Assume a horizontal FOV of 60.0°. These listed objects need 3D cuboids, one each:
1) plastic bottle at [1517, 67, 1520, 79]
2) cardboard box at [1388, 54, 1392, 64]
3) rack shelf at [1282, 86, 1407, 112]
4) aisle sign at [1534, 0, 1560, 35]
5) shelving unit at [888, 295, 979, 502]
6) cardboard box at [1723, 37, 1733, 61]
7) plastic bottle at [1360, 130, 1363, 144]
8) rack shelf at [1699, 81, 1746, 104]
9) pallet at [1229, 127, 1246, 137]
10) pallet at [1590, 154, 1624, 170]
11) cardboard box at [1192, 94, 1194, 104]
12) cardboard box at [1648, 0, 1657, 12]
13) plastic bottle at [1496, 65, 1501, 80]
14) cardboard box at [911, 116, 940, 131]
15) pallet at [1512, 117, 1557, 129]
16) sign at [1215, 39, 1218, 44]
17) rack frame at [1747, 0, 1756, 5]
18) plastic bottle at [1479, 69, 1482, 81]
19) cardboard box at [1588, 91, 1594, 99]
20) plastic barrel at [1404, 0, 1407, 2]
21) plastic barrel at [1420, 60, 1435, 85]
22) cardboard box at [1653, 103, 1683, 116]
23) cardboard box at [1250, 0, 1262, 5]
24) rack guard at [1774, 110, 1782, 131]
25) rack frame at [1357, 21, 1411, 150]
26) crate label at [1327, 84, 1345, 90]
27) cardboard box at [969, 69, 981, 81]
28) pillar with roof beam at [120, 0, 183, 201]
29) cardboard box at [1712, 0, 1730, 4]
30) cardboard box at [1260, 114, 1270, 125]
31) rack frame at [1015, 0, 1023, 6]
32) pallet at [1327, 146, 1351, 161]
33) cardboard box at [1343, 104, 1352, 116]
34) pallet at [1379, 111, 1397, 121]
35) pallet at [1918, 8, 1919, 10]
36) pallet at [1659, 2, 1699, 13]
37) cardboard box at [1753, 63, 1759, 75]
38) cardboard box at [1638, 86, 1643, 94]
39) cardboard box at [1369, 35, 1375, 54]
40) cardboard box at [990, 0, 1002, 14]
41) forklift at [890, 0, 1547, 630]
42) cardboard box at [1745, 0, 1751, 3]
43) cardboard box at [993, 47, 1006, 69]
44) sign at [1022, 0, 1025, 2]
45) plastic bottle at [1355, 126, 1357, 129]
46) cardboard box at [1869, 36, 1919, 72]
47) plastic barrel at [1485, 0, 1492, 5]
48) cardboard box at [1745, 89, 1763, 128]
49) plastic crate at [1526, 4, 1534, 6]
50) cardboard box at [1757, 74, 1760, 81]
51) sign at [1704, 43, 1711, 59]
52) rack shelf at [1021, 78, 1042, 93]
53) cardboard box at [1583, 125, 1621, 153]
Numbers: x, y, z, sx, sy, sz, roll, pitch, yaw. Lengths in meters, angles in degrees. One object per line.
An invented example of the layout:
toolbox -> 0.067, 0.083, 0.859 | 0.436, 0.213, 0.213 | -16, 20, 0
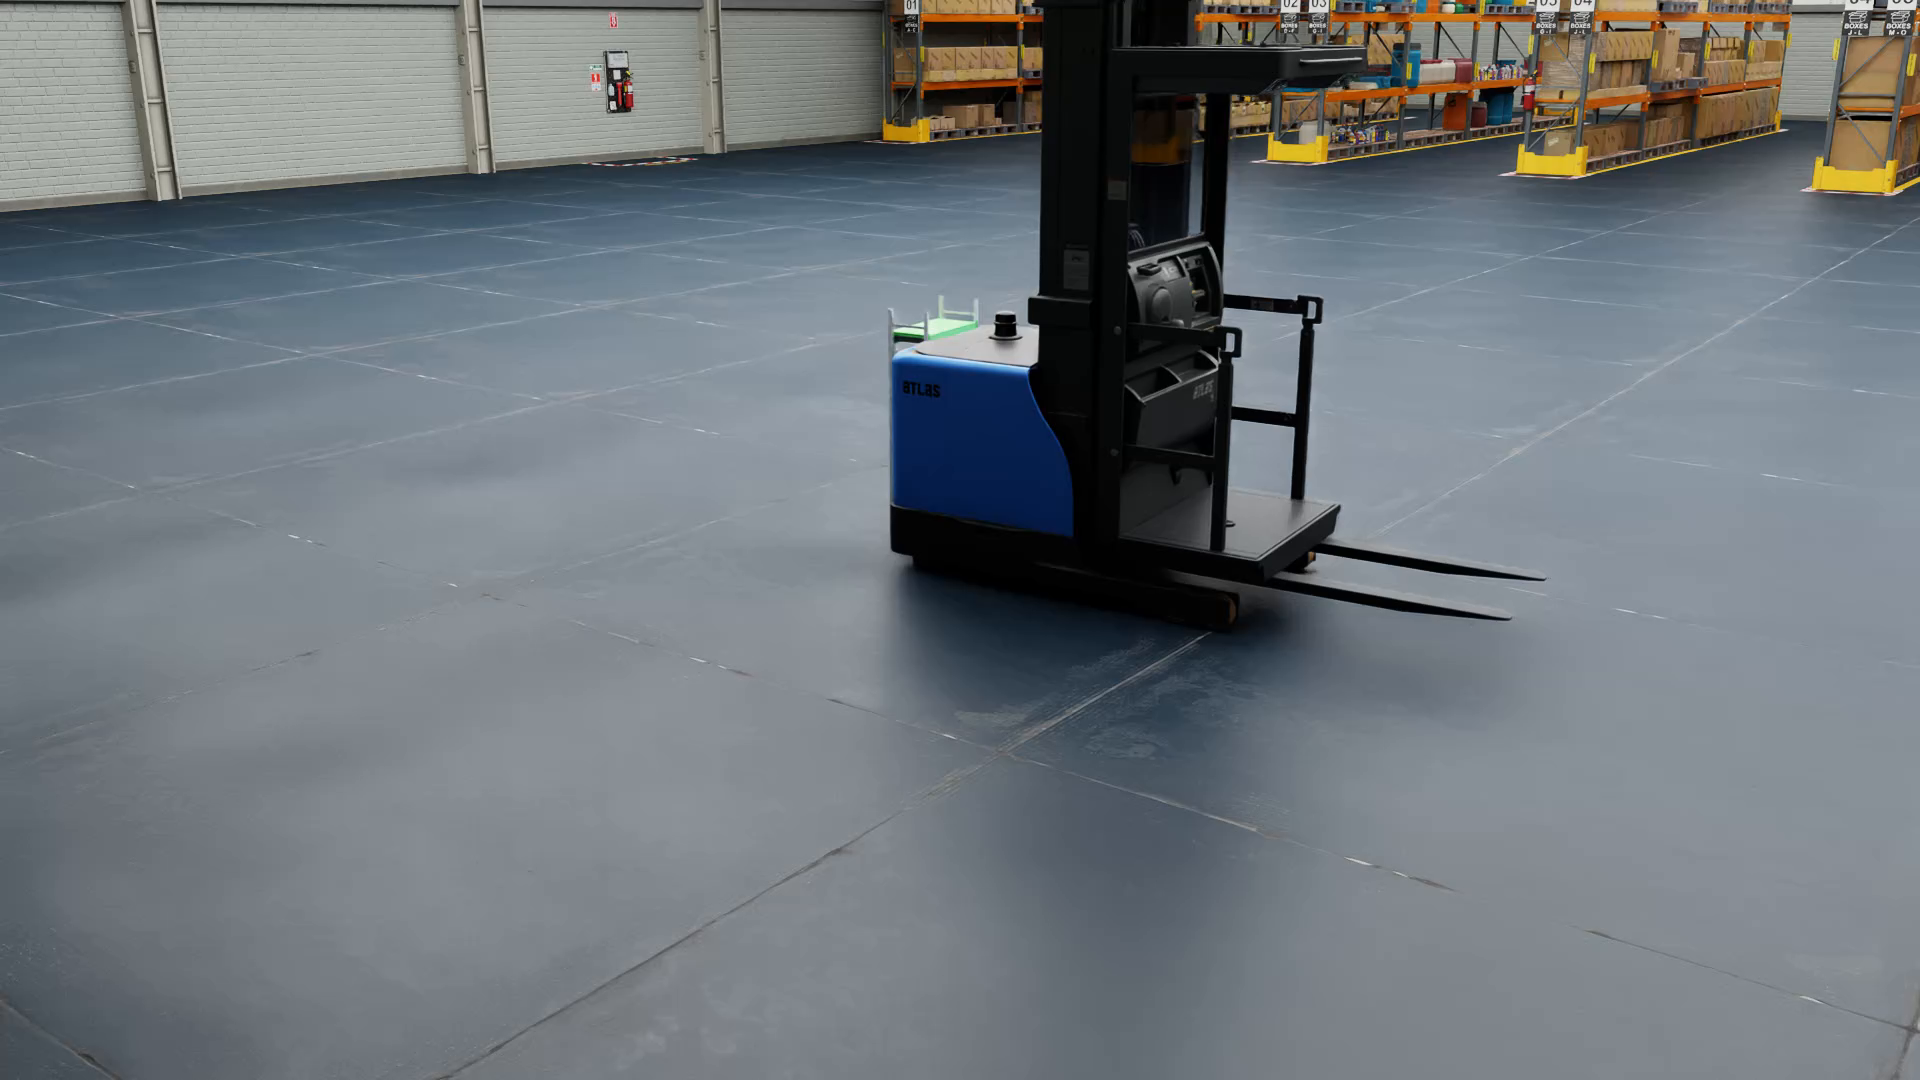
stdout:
plastic bottle -> 13.739, -11.509, 40.945 | 0.061, 0.283, 0.133 | 12, 21, 35
cardboard box -> 11.868, -13.377, 46.593 | 0.500, 0.500, 0.500 | 13, 21, 35
rack shelf -> 7.857, -9.054, 34.054 | 1.077, 0.370, 4.000 | 12, 21, 35
aisle sign -> 10.365, -9.326, 29.333 | 0.394, 0.787, 0.004 | 12, 21, 35
shelving unit -> -0.136, -0.658, 8.840 | 0.258, 1.200, 0.503 | 10, 20, 30
cardboard box -> 17.001, -11.116, 37.621 | 0.797, 0.503, 0.637 | 13, 21, 35
plastic bottle -> 8.260, -8.310, 34.306 | 0.097, 0.271, 0.097 | 0, 17, 0
rack shelf -> 16.602, -10.084, 37.372 | 1.077, 0.370, 4.000 | 12, 21, 35
pallet -> 6.207, -9.893, 40.243 | 1.003, 0.211, 1.213 | 12, 21, 35
pallet -> 11.928, -7.209, 31.602 | 1.003, 0.211, 1.213 | 12, 21, 35
cardboard box -> 6.387, -12.697, 48.078 | 0.700, 0.500, 0.500 | 13, 21, 35
cardboard box -> 12.965, -10.205, 31.742 | 0.500, 0.250, 0.500 | 13, 22, 37
plastic bottle -> 12.874, -11.217, 39.888 | 0.144, 0.351, 0.185 | 12, 21, 35
cardboard box -> -0.806, -9.747, 38.864 | 0.500, 0.311, 0.500 | 10, 20, 29
pallet -> 14.949, -10.921, 43.557 | 1.003, 0.211, 1.213 | 12, 21, 35
sign -> 7.800, -15.033, 50.503 | 0.100, 0.325, 0.005 | 12, 21, 35
rack frame -> 17.793, -13.769, 37.909 | 1.000, 3.000, 0.127 | 12, 21, 35
plastic bottle -> 12.182, -10.887, 38.941 | 0.061, 0.283, 0.133 | 12, 21, 35
cardboard box -> 11.169, -8.008, 29.896 | 0.380, 0.149, 0.250 | 12, 21, 35
plastic barrel -> 9.567, -11.861, 35.977 | 0.600, 0.901, 0.600 | 0, 17, 0
plastic barrel -> 10.232, -10.303, 36.633 | 0.433, 0.535, 0.433 | 0, 17, 0
cardboard box -> 15.035, -9.161, 35.394 | 0.500, 0.250, 0.500 | 13, 22, 37
cardboard box -> 6.933, -13.018, 40.094 | 0.500, 0.250, 0.500 | 13, 22, 36
rack guard -> 20.191, -10.669, 42.256 | 1.175, 0.500, 0.348 | 12, 21, 35
rack frame -> 9.049, -9.874, 35.481 | 1.000, 3.000, 0.127 | 12, 21, 35
crate label -> 7.545, -9.424, 33.974 | 0.502, 0.435, 0.616 | 12, 21, 35
cardboard box -> 0.164, -11.036, 39.444 | 0.500, 0.250, 0.500 | 13, 21, 35
pillar with roof beam -> -8.836, -8.808, 21.935 | 9.100, 9.000, 0.400 | 12, 21, 35
cardboard box -> 16.610, -12.124, 36.787 | 0.797, 0.503, 0.637 | 12, 21, 34
cardboard box -> 7.339, -10.422, 41.174 | 0.500, 0.250, 0.500 | 13, 21, 36
rack frame -> 1.092, -14.489, 40.229 | 1.000, 3.000, 0.127 | 12, 21, 35
pallet -> 7.161, -7.808, 33.532 | 1.003, 0.211, 1.213 | 12, 21, 35
cardboard box -> 10.264, -11.643, 44.971 | 0.500, 0.311, 0.500 | 12, 21, 35
pallet -> 11.703, -12.068, 47.250 | 1.003, 0.211, 1.213 | 12, 21, 35
pallet -> 17.456, -9.666, 30.078 | 0.805, 0.209, 1.217 | 11, 21, 33
pallet -> 14.095, -10.717, 33.456 | 1.213, 0.211, 1.003 | 12, 21, 35
cardboard box -> 18.584, -11.158, 39.367 | 0.500, 0.250, 0.500 | 12, 21, 34
cardboard box -> 12.978, -8.718, 32.182 | 0.380, 0.149, 0.250 | 12, 21, 35
cardboard box -> 10.960, -13.488, 45.267 | 0.500, 0.500, 0.500 | 12, 21, 33
cardboard box -> 0.678, -12.832, 39.748 | 0.500, 0.500, 0.500 | 10, 20, 30
forklift -> 1.176, -1.176, 7.588 | 3.031, 2.935, 1.130 | 10, 20, 30
cardboard box -> 18.211, -12.830, 38.896 | 0.700, 0.500, 0.500 | 11, 20, 31
cardboard box -> 0.766, -11.633, 40.102 | 0.500, 0.500, 0.500 | 12, 21, 34
sign -> 1.533, -13.210, 40.294 | 0.100, 0.325, 0.005 | 12, 21, 35
plastic bottle -> 8.422, -8.688, 35.500 | 0.061, 0.283, 0.133 | 12, 21, 35
cardboard box -> 15.515, -8.071, 27.602 | 0.875, 0.550, 0.550 | 12, 21, 35
plastic barrel -> 12.248, -12.597, 38.747 | 0.294, 0.245, 0.294 | 0, 17, 0
cardboard box -> 18.787, -10.447, 40.203 | 0.875, 0.875, 0.875 | 12, 21, 35
plastic crate -> 14.630, -13.635, 42.734 | 0.437, 0.282, 0.530 | 12, 21, 35
cardboard box -> 18.857, -11.045, 39.677 | 0.380, 0.149, 0.250 | 12, 21, 34
sign -> 15.851, -10.373, 35.269 | 0.100, 0.325, 0.005 | 12, 21, 35
rack shelf -> 2.284, -11.757, 42.759 | 1.077, 0.370, 4.000 | 12, 21, 35
cardboard box -> 12.421, -7.779, 32.244 | 0.500, 0.500, 0.500 | -12, 21, -33
